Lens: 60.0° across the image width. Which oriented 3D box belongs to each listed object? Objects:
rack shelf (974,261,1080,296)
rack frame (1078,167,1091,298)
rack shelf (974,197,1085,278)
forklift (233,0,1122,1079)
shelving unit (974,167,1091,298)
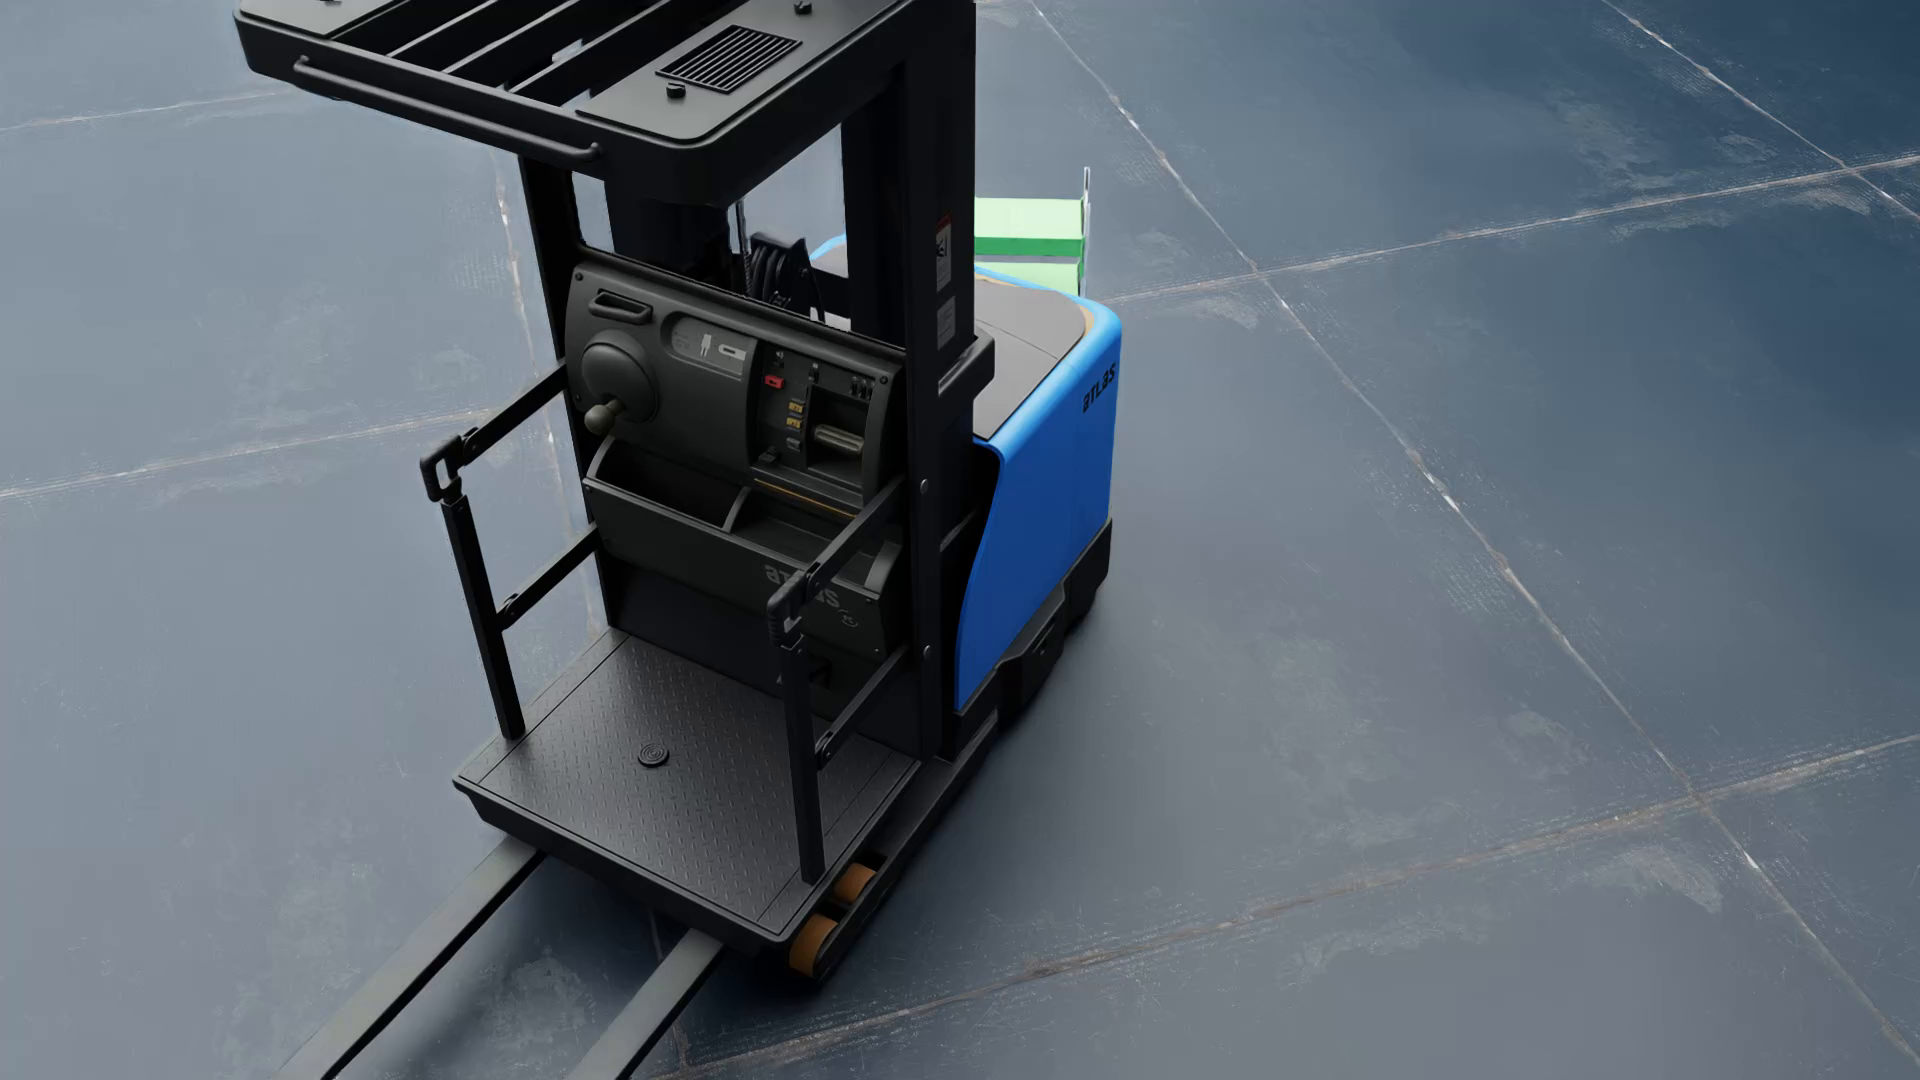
[{"bbox_3d":[0.155,-0.794,5.480,0.480,0.148,0.258,2,41,2],"label":"rack shelf"},{"bbox_3d":[0.399,-0.655,5.587,0.015,1.200,0.240,2,41,2],"label":"rack frame"},{"bbox_3d":[0.155,-0.975,5.322,0.480,0.148,0.258,2,41,2],"label":"rack shelf"},{"bbox_3d":[-0.672,-0.291,3.856,1.130,2.935,3.031,21,45,22],"label":"forklift"},{"bbox_3d":[0.155,-0.662,5.596,0.503,1.200,0.258,2,41,2],"label":"shelving unit"}]
